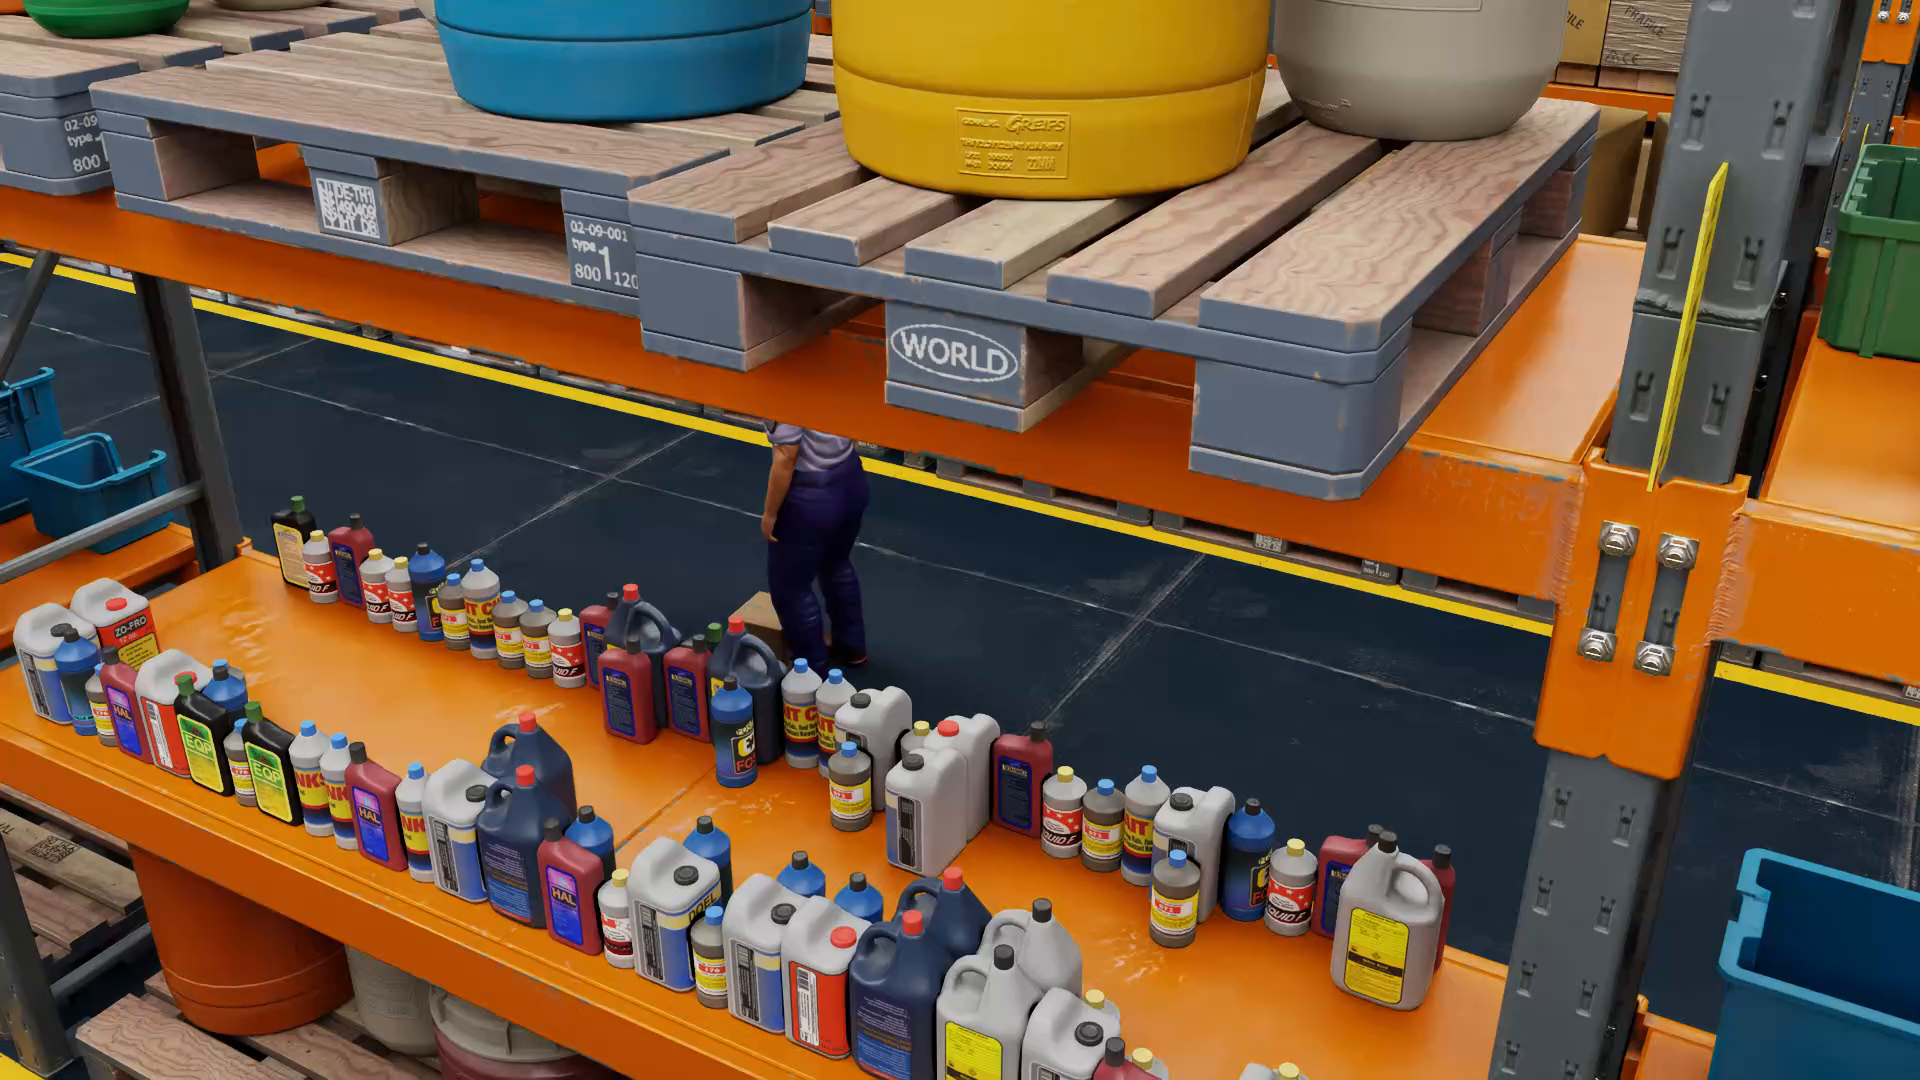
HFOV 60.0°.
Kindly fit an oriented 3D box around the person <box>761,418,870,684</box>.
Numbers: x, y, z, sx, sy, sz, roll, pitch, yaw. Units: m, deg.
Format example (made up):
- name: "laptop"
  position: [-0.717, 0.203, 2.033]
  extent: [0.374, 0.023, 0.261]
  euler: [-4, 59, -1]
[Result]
- name: "person"
  position: [-0.573, -0.174, 6.470]
  extent: [0.371, 1.652, 0.538]
  euler: [15, 30, 26]
